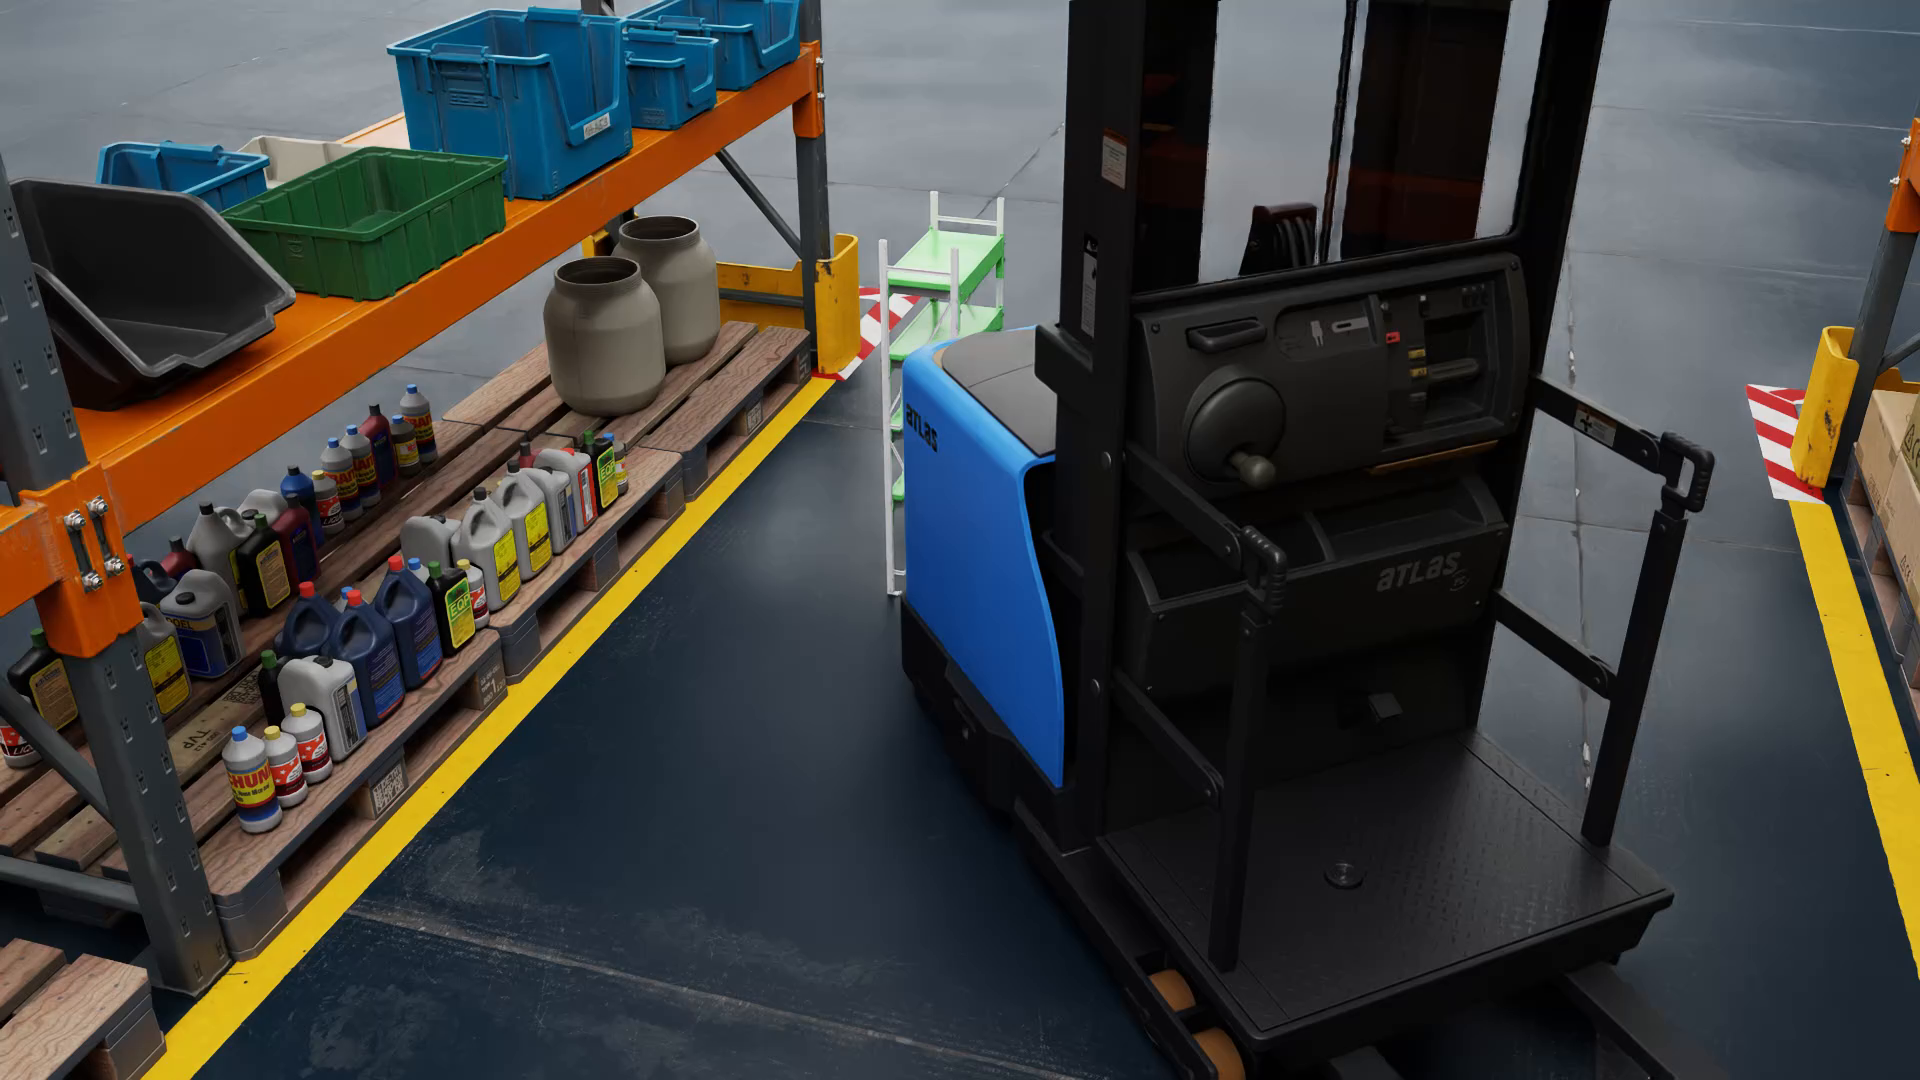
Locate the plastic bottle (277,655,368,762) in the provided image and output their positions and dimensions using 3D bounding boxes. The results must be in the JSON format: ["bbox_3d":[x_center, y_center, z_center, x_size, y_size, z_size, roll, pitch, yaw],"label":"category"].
[{"bbox_3d":[-1.638,0.411,4.275,0.152,0.276,0.135,10,30,17],"label":"plastic bottle"}]

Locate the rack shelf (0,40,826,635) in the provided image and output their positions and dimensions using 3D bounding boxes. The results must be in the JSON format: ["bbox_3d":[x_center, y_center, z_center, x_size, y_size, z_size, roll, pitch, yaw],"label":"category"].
[{"bbox_3d":[-1.633,-0.962,5.135,1.077,0.370,4.000,8,30,15],"label":"rack shelf"}]

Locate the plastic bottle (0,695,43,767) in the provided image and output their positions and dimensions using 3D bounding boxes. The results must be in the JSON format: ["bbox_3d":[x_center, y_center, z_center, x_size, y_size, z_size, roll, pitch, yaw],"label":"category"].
[{"bbox_3d":[-2.411,0.470,4.245,0.097,0.201,0.097,0,29,0],"label":"plastic bottle"}]

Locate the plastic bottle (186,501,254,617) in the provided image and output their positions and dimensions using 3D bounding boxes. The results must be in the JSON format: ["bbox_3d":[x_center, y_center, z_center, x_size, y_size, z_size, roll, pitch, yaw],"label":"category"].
[{"bbox_3d":[-2.155,0.038,4.868,0.144,0.351,0.185,8,30,15],"label":"plastic bottle"}]

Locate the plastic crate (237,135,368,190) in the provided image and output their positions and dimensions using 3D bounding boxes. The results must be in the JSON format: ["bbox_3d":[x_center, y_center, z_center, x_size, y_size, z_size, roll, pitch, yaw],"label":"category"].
[{"bbox_3d":[-1.985,-1.023,4.774,0.530,0.136,0.437,8,30,15],"label":"plastic crate"}]

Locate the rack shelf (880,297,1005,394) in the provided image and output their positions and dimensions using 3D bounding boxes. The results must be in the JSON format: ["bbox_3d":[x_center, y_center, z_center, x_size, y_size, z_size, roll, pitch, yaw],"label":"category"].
[{"bbox_3d":[-0.049,-0.601,5.234,0.258,0.148,0.480,8,30,15],"label":"rack shelf"}]

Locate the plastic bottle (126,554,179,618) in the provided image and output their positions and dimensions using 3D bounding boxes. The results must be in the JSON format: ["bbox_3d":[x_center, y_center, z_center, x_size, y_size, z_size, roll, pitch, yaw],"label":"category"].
[{"bbox_3d":[-2.250,0.188,4.598,0.144,0.351,0.185,7,30,12],"label":"plastic bottle"}]

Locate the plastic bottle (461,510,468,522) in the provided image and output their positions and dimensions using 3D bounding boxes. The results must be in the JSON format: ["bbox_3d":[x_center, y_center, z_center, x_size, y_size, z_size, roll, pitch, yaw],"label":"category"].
[{"bbox_3d":[-1.480,-0.001,5.093,0.097,0.201,0.097,0,29,0],"label":"plastic bottle"}]

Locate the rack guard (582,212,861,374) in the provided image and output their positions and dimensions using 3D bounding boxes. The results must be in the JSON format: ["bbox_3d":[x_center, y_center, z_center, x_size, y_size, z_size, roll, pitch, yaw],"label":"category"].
[{"bbox_3d":[-1.023,-1.072,7.163,1.175,0.500,0.348,8,30,15],"label":"rack guard"}]

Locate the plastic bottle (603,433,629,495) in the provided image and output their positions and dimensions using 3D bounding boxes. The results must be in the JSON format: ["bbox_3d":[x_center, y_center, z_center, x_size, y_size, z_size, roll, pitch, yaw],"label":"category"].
[{"bbox_3d":[-1.166,-0.260,5.557,0.097,0.201,0.097,0,29,0],"label":"plastic bottle"}]

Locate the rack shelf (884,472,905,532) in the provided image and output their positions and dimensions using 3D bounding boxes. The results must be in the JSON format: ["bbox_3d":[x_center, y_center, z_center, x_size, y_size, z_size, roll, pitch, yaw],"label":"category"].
[{"bbox_3d":[-0.049,-0.182,5.468,0.258,0.148,0.480,8,30,15],"label":"rack shelf"}]

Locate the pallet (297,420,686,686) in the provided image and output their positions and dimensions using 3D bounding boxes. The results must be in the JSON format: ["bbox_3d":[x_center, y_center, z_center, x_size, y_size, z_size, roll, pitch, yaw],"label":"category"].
[{"bbox_3d":[-1.627,-0.004,5.540,1.003,0.211,1.213,8,30,15],"label":"pallet"}]

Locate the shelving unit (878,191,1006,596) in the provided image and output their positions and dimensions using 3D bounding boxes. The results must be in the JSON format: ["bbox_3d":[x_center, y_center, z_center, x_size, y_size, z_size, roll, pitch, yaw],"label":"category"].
[{"bbox_3d":[-0.049,-0.447,5.320,0.258,1.200,0.503,8,30,15],"label":"shelving unit"}]

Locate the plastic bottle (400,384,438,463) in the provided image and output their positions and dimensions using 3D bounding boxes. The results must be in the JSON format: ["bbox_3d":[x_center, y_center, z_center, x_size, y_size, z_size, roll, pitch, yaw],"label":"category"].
[{"bbox_3d":[-1.876,-0.408,5.752,0.097,0.271,0.097,0,29,0],"label":"plastic bottle"}]

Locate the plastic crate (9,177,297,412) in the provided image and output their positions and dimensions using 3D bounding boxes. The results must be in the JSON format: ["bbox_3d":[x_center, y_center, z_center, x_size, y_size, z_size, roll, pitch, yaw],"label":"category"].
[{"bbox_3d":[-1.944,-0.545,3.709,0.767,0.338,0.504,8,30,15],"label":"plastic crate"}]

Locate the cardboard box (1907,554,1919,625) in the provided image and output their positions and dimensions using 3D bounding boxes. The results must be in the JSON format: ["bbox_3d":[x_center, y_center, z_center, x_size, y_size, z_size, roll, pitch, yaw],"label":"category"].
[{"bbox_3d":[3.028,0.203,4.696,0.500,0.250,0.500,8,30,15],"label":"cardboard box"}]

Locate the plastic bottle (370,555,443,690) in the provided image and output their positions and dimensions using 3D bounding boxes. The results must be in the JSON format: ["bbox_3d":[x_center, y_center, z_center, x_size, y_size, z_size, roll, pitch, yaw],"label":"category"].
[{"bbox_3d":[-1.531,0.214,4.551,0.144,0.351,0.185,7,30,13],"label":"plastic bottle"}]

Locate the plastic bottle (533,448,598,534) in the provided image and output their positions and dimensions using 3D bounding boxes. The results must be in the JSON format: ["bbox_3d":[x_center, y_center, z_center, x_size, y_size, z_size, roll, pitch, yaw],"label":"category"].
[{"bbox_3d":[-1.266,-0.179,5.335,0.152,0.276,0.135,9,30,15],"label":"plastic bottle"}]

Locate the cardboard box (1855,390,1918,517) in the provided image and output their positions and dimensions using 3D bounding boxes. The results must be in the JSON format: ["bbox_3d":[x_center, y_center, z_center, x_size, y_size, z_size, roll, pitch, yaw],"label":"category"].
[{"bbox_3d":[3.318,-0.262,5.532,0.500,0.250,0.500,8,30,15],"label":"cardboard box"}]

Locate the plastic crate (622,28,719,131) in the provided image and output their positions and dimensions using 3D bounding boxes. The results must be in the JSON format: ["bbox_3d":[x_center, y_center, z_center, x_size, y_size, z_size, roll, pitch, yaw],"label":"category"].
[{"bbox_3d":[-1.103,-1.565,5.631,0.499,0.251,0.408,8,30,15],"label":"plastic crate"}]

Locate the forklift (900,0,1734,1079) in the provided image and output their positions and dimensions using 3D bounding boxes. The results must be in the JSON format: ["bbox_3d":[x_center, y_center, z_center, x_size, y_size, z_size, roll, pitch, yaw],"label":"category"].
[{"bbox_3d":[0.884,-0.305,3.283,1.130,2.935,3.031,-12,31,-21],"label":"forklift"}]

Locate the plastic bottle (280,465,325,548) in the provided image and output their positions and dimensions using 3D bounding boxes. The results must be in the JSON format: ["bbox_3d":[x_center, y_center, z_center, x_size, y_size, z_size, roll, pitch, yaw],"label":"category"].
[{"bbox_3d":[-2.065,-0.108,5.213,0.097,0.271,0.097,0,29,0],"label":"plastic bottle"}]

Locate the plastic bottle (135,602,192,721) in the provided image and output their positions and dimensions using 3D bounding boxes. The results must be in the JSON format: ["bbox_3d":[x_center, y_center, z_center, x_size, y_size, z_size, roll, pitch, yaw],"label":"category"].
[{"bbox_3d":[-2.168,0.298,4.401,0.144,0.351,0.185,8,30,15],"label":"plastic bottle"}]

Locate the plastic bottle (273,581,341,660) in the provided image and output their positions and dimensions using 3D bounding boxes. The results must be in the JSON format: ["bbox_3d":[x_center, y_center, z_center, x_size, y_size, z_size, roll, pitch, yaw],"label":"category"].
[{"bbox_3d":[-1.724,0.281,4.431,0.144,0.351,0.185,8,30,15],"label":"plastic bottle"}]

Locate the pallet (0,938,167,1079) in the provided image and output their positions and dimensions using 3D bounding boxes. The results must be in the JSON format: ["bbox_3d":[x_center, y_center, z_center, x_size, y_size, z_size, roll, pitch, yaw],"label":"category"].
[{"bbox_3d":[-2.413,1.242,3.301,1.003,0.211,1.213,8,30,15],"label":"pallet"}]

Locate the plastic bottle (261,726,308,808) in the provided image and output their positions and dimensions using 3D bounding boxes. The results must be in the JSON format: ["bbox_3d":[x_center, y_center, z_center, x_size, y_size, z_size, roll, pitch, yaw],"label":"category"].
[{"bbox_3d":[-1.677,0.550,4.101,0.097,0.201,0.097,0,29,0],"label":"plastic bottle"}]

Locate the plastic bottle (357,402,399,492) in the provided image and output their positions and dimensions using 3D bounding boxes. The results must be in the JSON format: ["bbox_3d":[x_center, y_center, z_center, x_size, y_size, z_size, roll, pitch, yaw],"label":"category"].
[{"bbox_3d":[-1.960,-0.311,5.565,0.061,0.283,0.133,9,30,16],"label":"plastic bottle"}]

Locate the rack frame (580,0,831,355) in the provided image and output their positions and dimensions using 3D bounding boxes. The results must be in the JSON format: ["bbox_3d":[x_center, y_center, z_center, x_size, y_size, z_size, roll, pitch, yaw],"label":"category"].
[{"bbox_3d":[-1.046,-2.206,6.630,1.000,3.000,0.127,8,30,15],"label":"rack frame"}]

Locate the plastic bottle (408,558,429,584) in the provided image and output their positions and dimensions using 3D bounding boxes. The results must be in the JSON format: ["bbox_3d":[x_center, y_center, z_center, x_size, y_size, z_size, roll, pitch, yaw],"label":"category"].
[{"bbox_3d":[-1.523,0.175,4.703,0.097,0.271,0.097,0,29,0],"label":"plastic bottle"}]

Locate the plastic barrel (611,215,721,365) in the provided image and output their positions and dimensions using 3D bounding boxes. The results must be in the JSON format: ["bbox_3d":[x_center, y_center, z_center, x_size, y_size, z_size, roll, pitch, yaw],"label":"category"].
[{"bbox_3d":[-1.166,-0.986,6.564,0.421,0.512,0.421,0,29,0],"label":"plastic barrel"}]

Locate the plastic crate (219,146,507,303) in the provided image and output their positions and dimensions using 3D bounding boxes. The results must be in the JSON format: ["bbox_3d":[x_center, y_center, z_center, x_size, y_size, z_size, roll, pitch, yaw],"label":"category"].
[{"bbox_3d":[-1.551,-0.845,4.402,0.450,0.188,0.662,8,30,15],"label":"plastic crate"}]

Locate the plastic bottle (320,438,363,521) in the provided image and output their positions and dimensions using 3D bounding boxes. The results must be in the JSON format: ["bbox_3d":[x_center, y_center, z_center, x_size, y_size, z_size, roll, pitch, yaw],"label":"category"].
[{"bbox_3d":[-2.006,-0.202,5.382,0.097,0.271,0.097,0,29,0],"label":"plastic bottle"}]

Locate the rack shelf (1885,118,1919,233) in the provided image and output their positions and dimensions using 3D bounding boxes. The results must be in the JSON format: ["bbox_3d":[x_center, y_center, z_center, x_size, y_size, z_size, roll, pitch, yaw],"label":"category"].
[{"bbox_3d":[3.101,-0.254,3.861,1.077,0.370,4.000,8,30,15],"label":"rack shelf"}]

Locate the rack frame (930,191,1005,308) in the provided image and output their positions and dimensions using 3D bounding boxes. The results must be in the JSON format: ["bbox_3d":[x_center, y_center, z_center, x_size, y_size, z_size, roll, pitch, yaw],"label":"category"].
[{"bbox_3d":[0.023,-0.561,5.524,0.240,1.200,0.015,8,30,15],"label":"rack frame"}]

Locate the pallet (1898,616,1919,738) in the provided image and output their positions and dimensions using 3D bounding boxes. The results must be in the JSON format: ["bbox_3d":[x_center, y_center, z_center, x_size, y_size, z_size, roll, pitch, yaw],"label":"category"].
[{"bbox_3d":[3.144,0.647,4.369,1.003,0.211,1.213,8,30,15],"label":"pallet"}]

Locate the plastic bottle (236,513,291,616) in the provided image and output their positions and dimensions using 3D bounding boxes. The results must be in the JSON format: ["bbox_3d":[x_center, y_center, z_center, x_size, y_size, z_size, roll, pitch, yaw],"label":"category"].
[{"bbox_3d":[-2.050,0.070,4.880,0.061,0.283,0.133,8,30,15],"label":"plastic bottle"}]

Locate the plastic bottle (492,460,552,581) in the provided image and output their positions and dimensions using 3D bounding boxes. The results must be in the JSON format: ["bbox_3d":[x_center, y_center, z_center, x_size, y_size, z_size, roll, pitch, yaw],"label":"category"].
[{"bbox_3d":[-1.351,-0.070,5.062,0.144,0.351,0.185,10,31,17],"label":"plastic bottle"}]

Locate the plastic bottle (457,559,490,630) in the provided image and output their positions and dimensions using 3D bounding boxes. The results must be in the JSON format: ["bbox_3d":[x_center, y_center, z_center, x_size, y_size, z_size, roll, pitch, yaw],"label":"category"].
[{"bbox_3d":[-1.425,0.151,4.818,0.097,0.201,0.097,0,29,0],"label":"plastic bottle"}]
